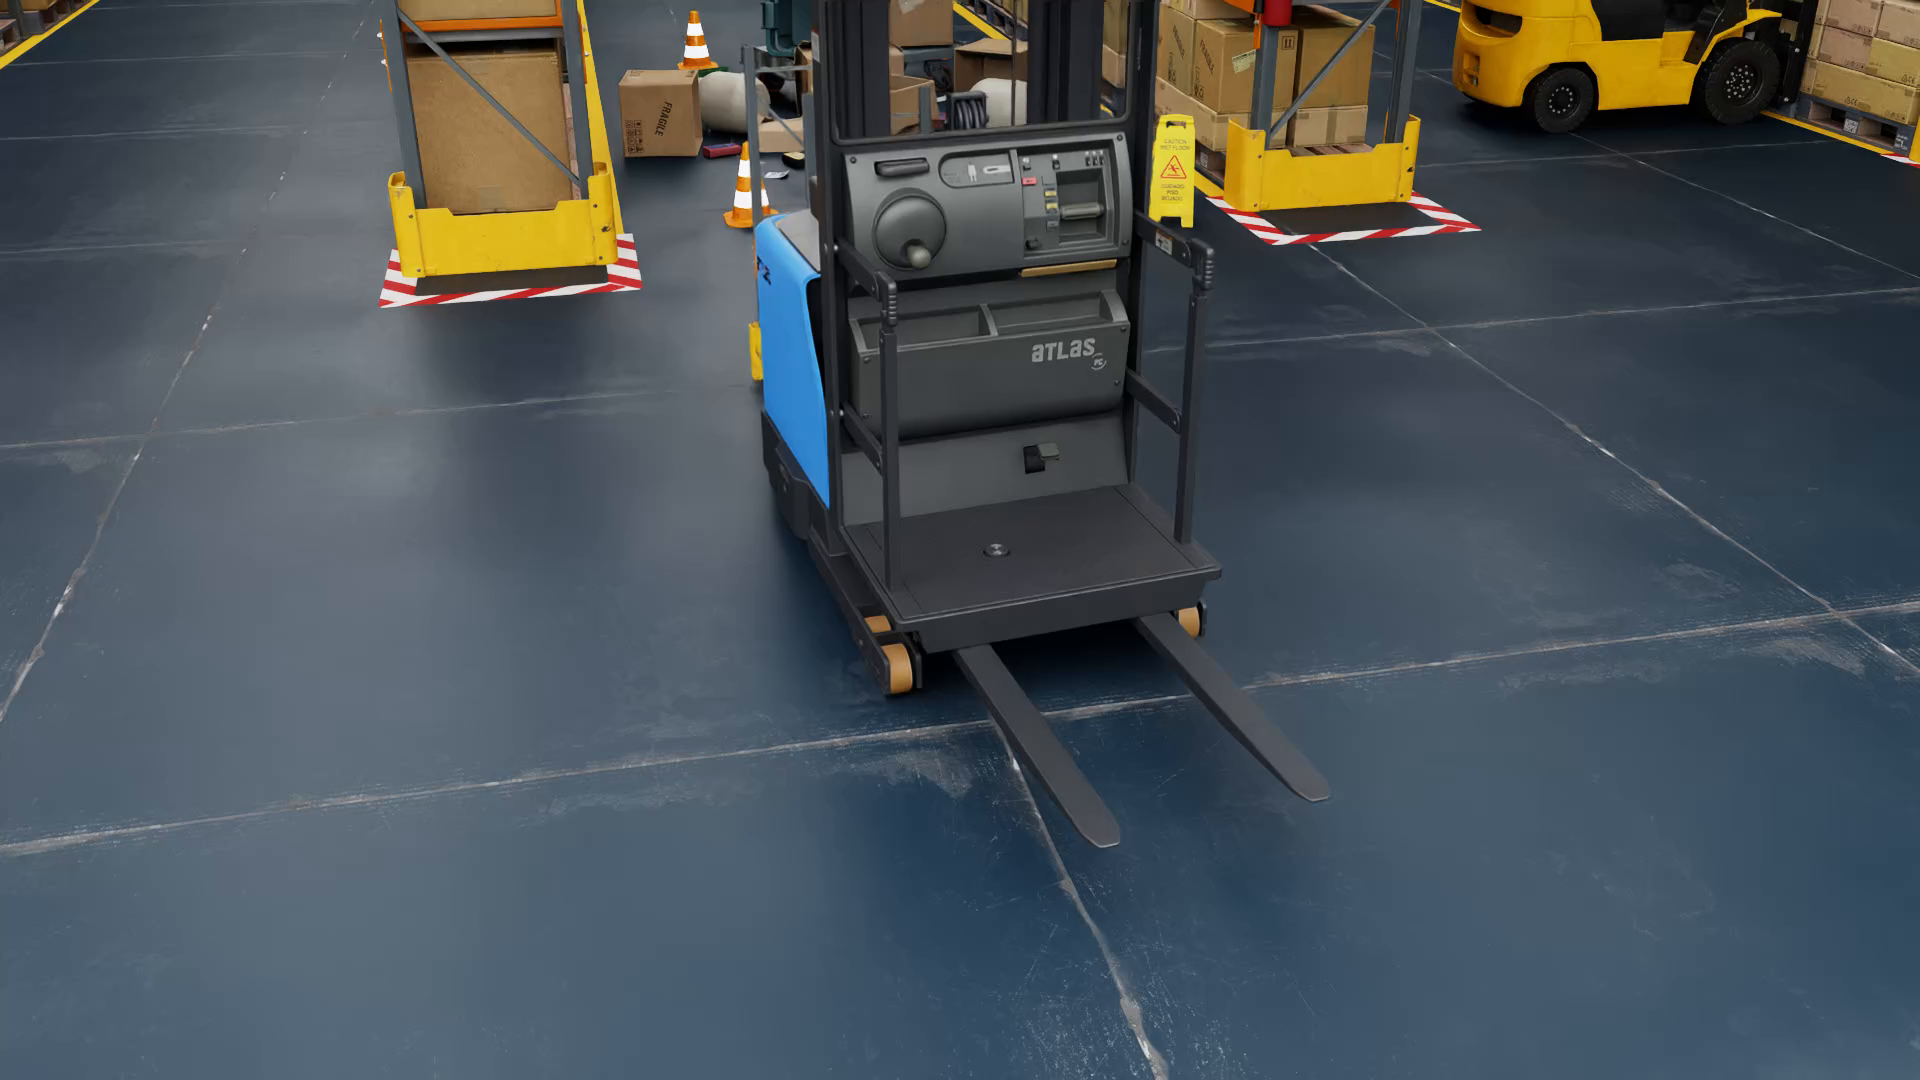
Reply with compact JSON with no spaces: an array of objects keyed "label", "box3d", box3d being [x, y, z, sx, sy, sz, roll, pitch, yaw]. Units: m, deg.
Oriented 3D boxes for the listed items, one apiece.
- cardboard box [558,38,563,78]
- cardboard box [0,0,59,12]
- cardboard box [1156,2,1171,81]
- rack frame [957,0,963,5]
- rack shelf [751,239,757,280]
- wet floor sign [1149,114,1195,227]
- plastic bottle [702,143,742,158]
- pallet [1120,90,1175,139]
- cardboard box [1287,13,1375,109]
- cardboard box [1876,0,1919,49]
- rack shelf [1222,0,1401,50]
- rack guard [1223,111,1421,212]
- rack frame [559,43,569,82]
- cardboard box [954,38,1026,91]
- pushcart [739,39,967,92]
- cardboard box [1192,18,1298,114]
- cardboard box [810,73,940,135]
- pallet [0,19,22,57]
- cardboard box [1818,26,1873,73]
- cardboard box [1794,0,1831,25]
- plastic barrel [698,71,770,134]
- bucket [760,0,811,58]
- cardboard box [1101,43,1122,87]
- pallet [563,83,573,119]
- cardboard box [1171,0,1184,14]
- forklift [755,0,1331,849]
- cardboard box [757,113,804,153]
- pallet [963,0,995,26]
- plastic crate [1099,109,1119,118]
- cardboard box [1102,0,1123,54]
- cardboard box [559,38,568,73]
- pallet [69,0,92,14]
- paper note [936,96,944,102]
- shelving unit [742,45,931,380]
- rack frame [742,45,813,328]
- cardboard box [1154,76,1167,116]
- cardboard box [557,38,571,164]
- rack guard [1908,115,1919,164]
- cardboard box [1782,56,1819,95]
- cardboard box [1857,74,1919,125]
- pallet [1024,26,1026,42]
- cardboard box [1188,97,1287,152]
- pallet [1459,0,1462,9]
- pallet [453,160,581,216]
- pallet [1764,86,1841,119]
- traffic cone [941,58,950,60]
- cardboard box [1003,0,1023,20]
[{"label":"cardboard box","box3d":[-3.353,-3.624,11.993,0.875,0.875,0.875,-6,27,-11]},{"label":"cardboard box","box3d":[-9.318,-5.509,15.728,1.225,0.875,0.875,-7,28,-14]},{"label":"cardboard box","box3d":[1.613,-3.530,11.669,0.500,0.500,0.500,-7,28,-13]},{"label":"rack frame","box3d":[0.472,-6.971,16.733,1.000,3.000,0.127,-6,27,-12]},{"label":"rack shelf","box3d":[-0.521,-1.094,7.153,0.538,0.185,1.000,-9,28,-17]},{"label":"wet floor sign","box3d":[1.275,-2.216,9.925,0.267,0.644,0.232,3,27,6]},{"label":"plastic bottle","box3d":[-1.634,-2.711,11.553,0.283,0.061,0.133,-16,31,-29]},{"label":"pallet","box3d":[1.838,-3.143,12.242,1.003,0.211,1.213,-6,27,-12]},{"label":"cardboard box","box3d":[2.357,-3.147,10.909,0.500,0.500,0.500,-7,28,-13]},{"label":"cardboard box","box3d":[6.703,-3.542,11.414,0.500,0.250,0.500,-5,27,-10]},{"label":"rack shelf","box3d":[1.824,-4.016,11.676,1.077,0.370,4.000,-6,27,-12]},{"label":"rack guard","box3d":[2.258,-2.377,10.404,1.175,0.500,0.348,-6,27,-12]},{"label":"rack frame","box3d":[-3.426,-4.668,12.170,1.000,3.000,0.127,-6,27,-12]},{"label":"cardboard box","box3d":[0.289,-3.492,12.611,0.500,0.500,0.500,13,30,24]},{"label":"pushcart","box3d":[-0.836,-3.791,13.343,1.648,0.377,0.936,-16,31,-29]},{"label":"cardboard box","box3d":[1.841,-3.079,10.775,0.500,0.500,0.500,-6,27,-11]},{"label":"cardboard box","box3d":[-0.587,-2.859,11.356,0.637,0.503,0.797,19,32,32]},{"label":"pallet","box3d":[-9.008,-4.377,14.688,1.003,0.211,1.213,-6,27,-12]},{"label":"cardboard box","box3d":[6.594,-3.551,11.988,0.500,0.250,0.500,-6,27,-12]},{"label":"cardboard box","box3d":[6.458,-3.986,12.294,0.500,0.250,0.500,-6,27,-11]},{"label":"plastic barrel","box3d":[-1.676,-3.176,12.073,0.512,0.421,0.421,13,30,24]},{"label":"bucket","box3d":[-1.149,-4.060,12.911,0.726,0.611,0.620,3,17,6]},{"label":"cardboard box","box3d":[1.375,-3.656,12.749,0.500,0.250,0.500,-4,27,-9]},{"label":"pallet","box3d":[-3.331,-3.082,12.121,1.003,0.211,1.213,-6,27,-12]},{"label":"cardboard box","box3d":[1.639,-3.634,11.154,0.380,0.149,0.250,-5,27,-11]},{"label":"forklift","box3d":[0.172,-1.023,5.024,1.130,2.935,3.031,-9,28,-17]},{"label":"cardboard box","box3d":[-1.244,-2.880,11.662,0.396,0.266,0.258,-1,27,-3]},{"label":"pallet","box3d":[0.647,-5.383,16.681,1.003,0.211,1.213,-6,27,-12]},{"label":"plastic crate","box3d":[0.929,-3.139,12.381,0.402,0.080,0.583,-16,31,-29]},{"label":"cardboard box","box3d":[1.376,-3.990,12.579,0.500,0.500,0.500,-5,27,-10]},{"label":"cardboard box","box3d":[-3.654,-4.115,13.104,1.050,0.750,0.750,-6,27,-12]},{"label":"pallet","box3d":[-9.559,-5.608,17.127,1.003,0.211,1.213,-6,27,-12]},{"label":"paper note","box3d":[-0.169,-3.484,13.119,0.148,0.019,0.142,-6,27,-12]},{"label":"shelving unit","box3d":[-0.524,-1.259,7.080,0.587,1.500,1.083,-9,28,-17]},{"label":"rack frame","box3d":[-0.688,-1.471,7.501,0.500,1.500,0.032,-9,28,-17]},{"label":"cardboard box","box3d":[1.598,-3.204,11.855,0.500,0.250,0.500,-7,28,-13]},{"label":"cardboard box","box3d":[-2.942,-2.828,10.417,0.875,0.875,0.875,-6,27,-12]},{"label":"rack guard","box3d":[7.116,-2.839,11.319,1.175,0.500,0.348,-6,27,-12]},{"label":"cardboard box","box3d":[6.490,-3.539,12.518,0.500,0.250,0.500,-6,27,-11]},{"label":"cardboard box","box3d":[6.697,-3.099,11.647,0.500,0.250,0.500,-6,27,-11]},{"label":"pallet","box3d":[1.197,-4.312,14.559,1.003,0.211,1.213,-6,27,-12]},{"label":"cardboard box","box3d":[1.825,-2.757,10.970,0.500,0.250,0.500,-6,27,-12]},{"label":"pallet","box3d":[5.726,-5.332,16.580,1.003,0.211,1.213,-6,27,-12]},{"label":"pallet","box3d":[-2.781,-2.011,9.999,1.003,0.211,1.213,-6,27,-12]},{"label":"pallet","box3d":[6.626,-3.586,13.121,1.003,0.211,1.213,-6,27,-12]},{"label":"traffic cone","box3d":[-0.270,-4.485,14.622,0.336,0.463,0.334,-6,27,-12]},{"label":"cardboard box","box3d":[0.929,-5.080,15.436,0.950,0.372,0.625,-5,27,-10]}]
